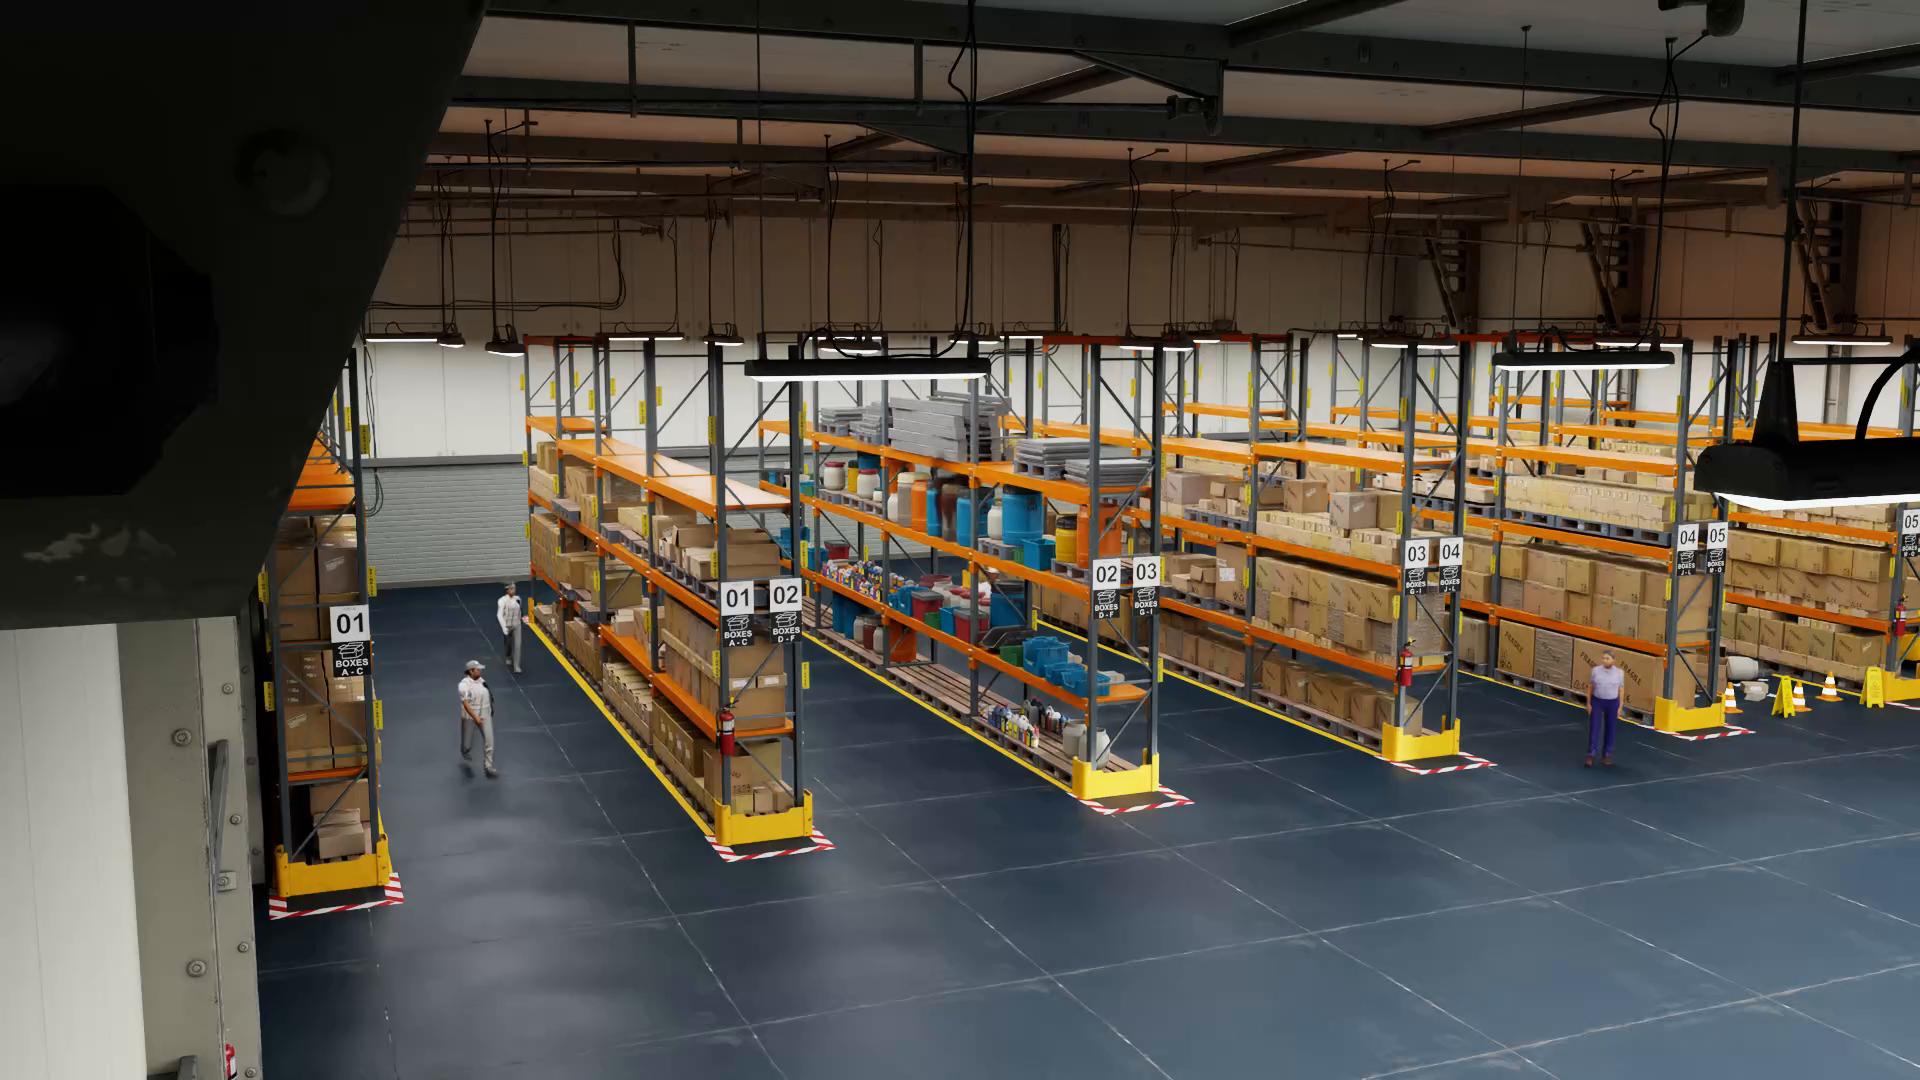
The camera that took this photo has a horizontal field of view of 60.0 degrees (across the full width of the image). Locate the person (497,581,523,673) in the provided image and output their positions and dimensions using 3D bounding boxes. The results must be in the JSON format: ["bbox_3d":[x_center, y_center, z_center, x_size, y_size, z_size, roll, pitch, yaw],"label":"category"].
[{"bbox_3d":[-8.091,1.540,29.938,0.456,1.643,0.963,-2,8,-16],"label":"person"}]

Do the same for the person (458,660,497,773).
[{"bbox_3d":[-6.775,2.474,23.349,0.475,1.562,0.979,-4,9,-30],"label":"person"}]

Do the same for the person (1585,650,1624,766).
[{"bbox_3d":[9.163,2.389,23.633,0.493,1.637,0.430,3,8,18],"label":"person"}]

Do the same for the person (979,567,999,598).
[{"bbox_3d":[0.625,1.358,30.747,0.702,1.724,1.023,-4,9,-30],"label":"person"}]
